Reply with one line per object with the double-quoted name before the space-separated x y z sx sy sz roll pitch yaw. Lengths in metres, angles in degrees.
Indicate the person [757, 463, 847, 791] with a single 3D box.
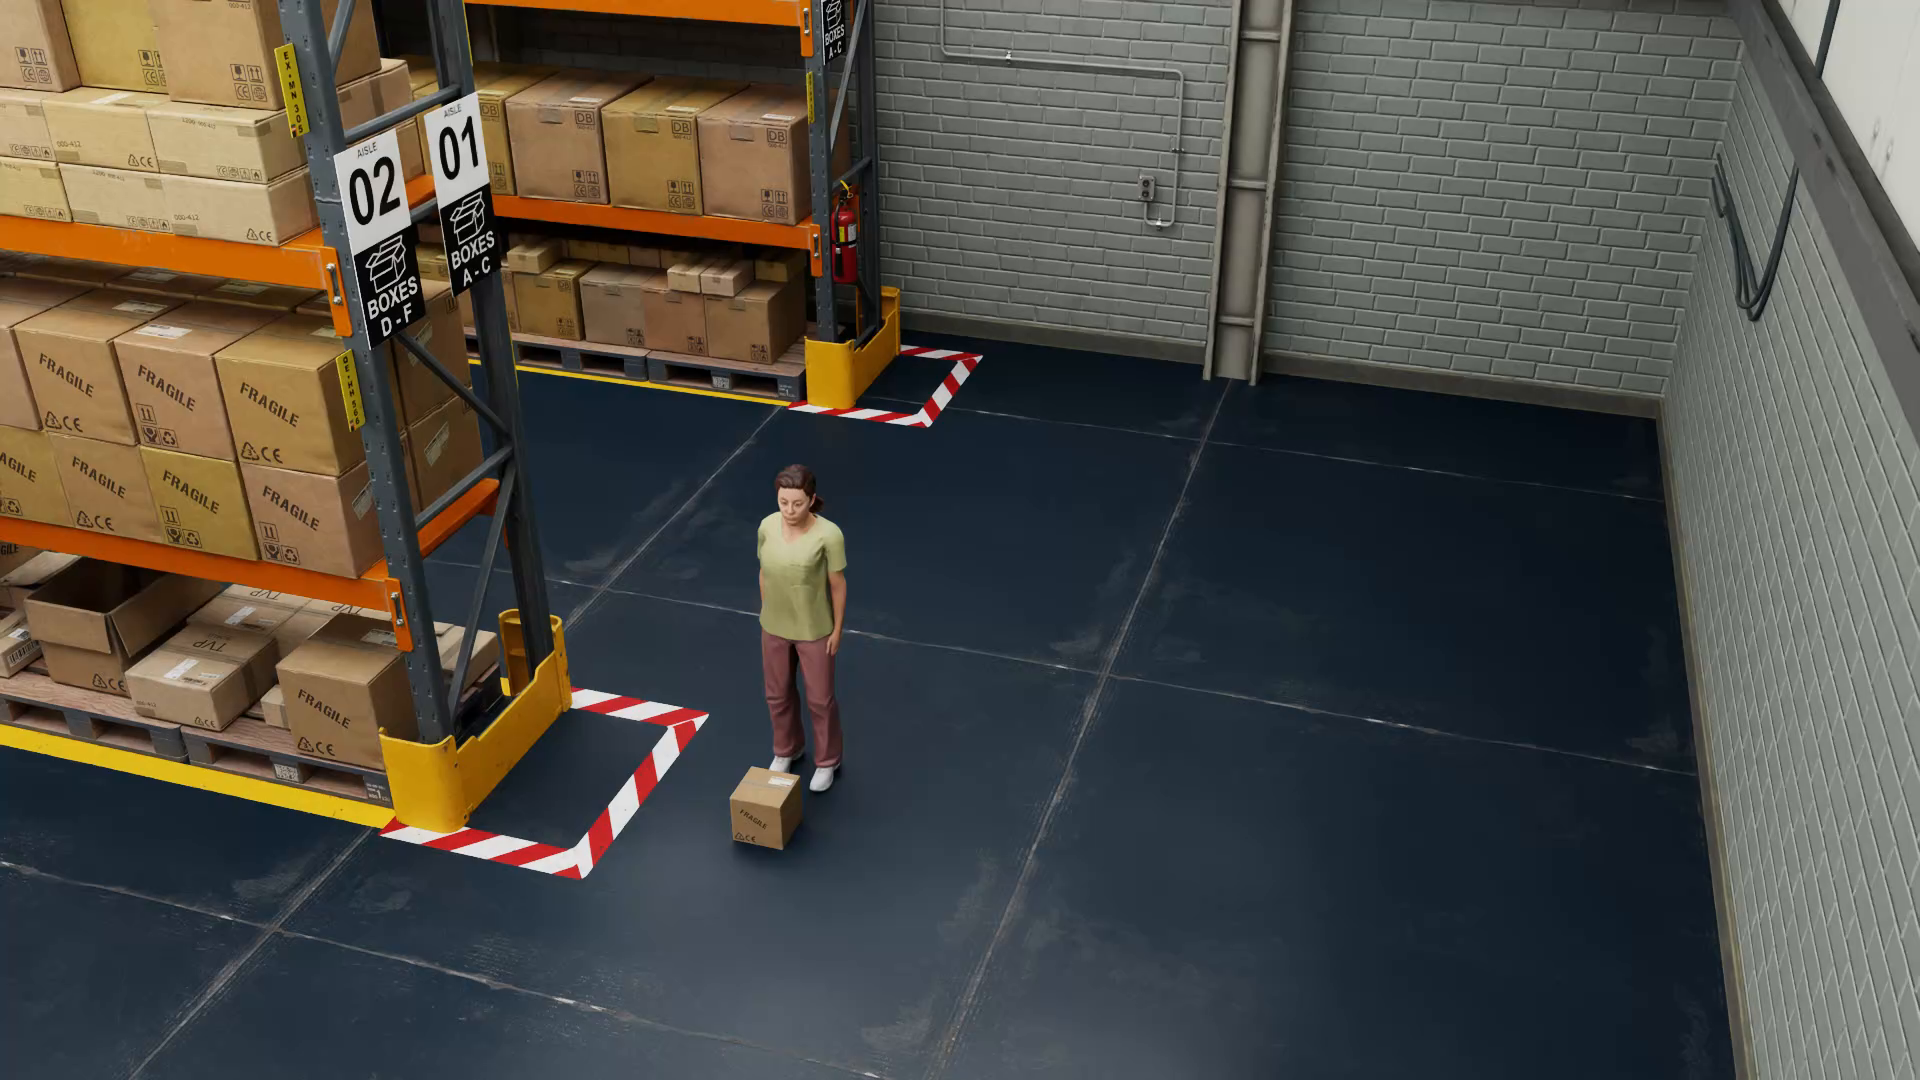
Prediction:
"person" -0.739 0.405 7.790 0.441 1.670 0.362 9 31 16
